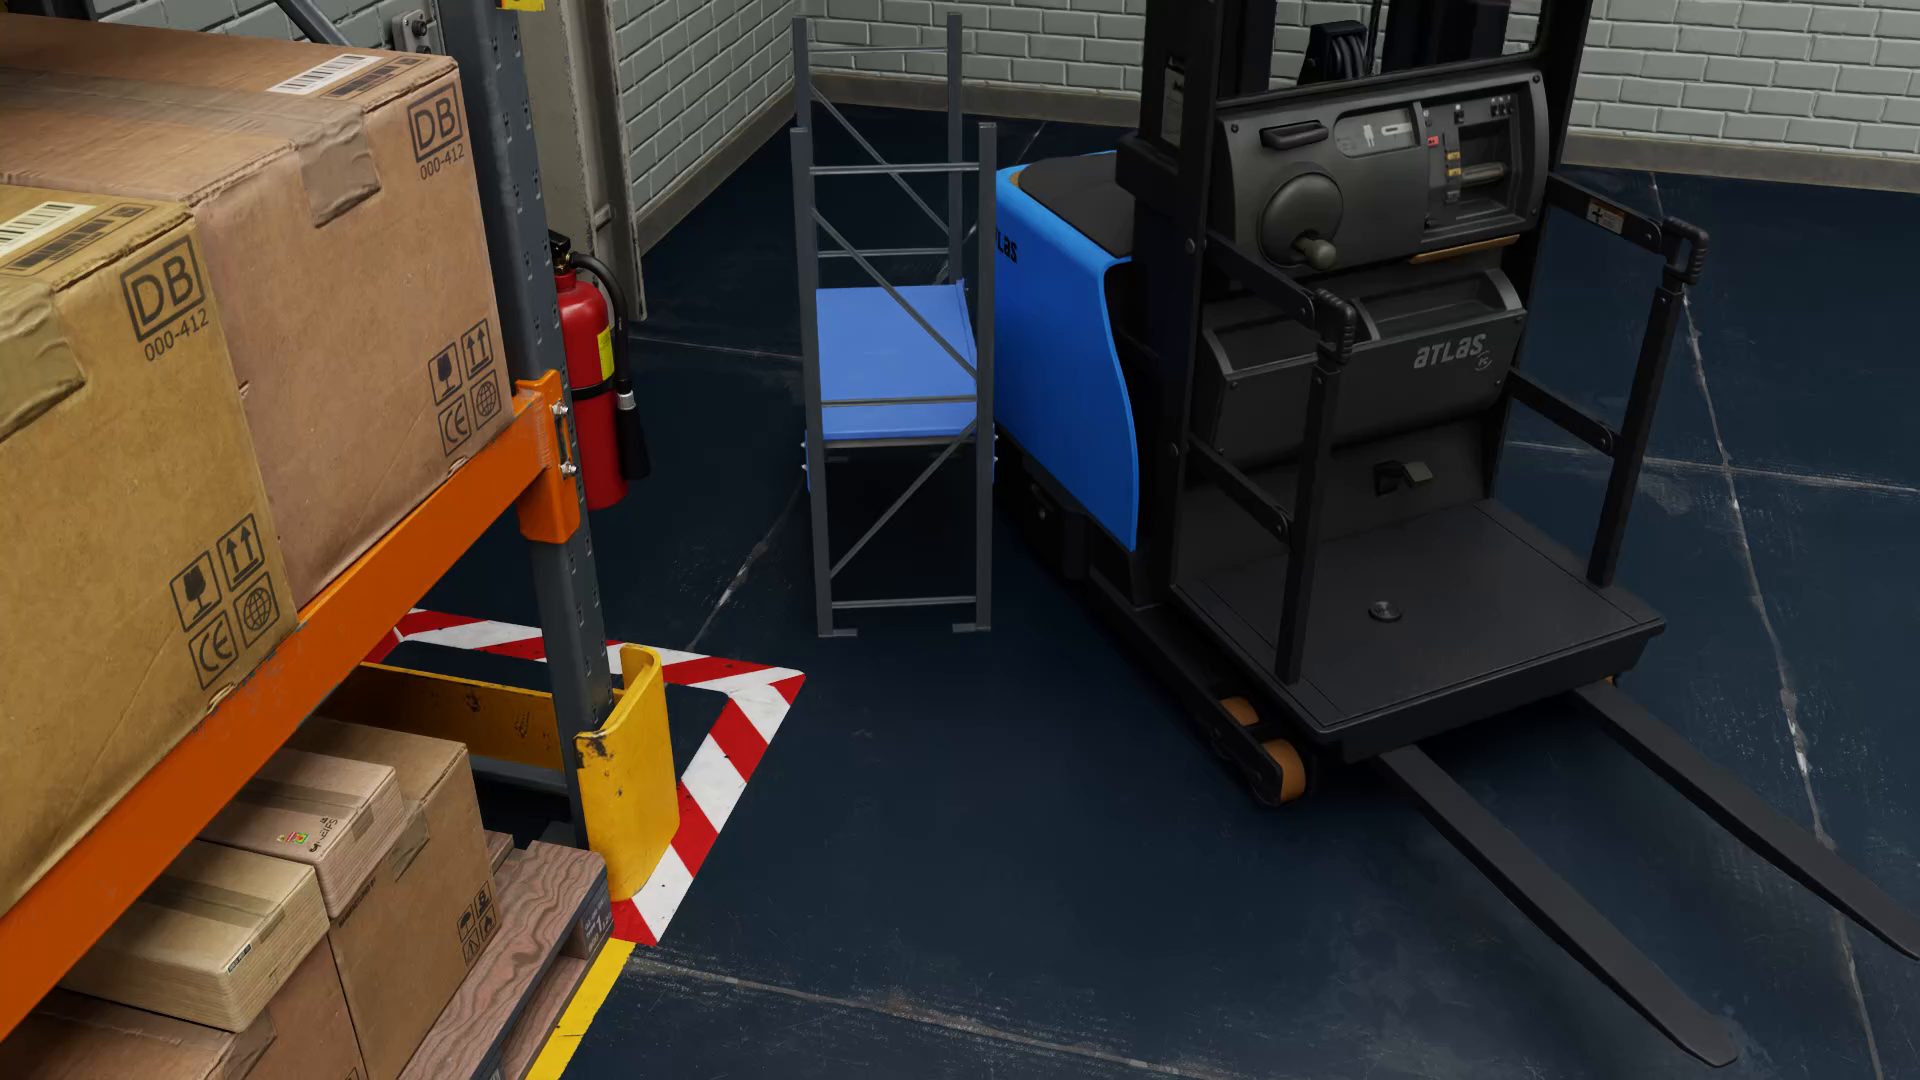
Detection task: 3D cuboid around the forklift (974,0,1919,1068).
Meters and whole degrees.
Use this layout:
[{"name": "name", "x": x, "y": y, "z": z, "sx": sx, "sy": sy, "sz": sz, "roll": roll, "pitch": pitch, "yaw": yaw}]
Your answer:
[{"name": "forklift", "x": 1.129, "y": -0.837, "z": 3.835, "sx": 1.130, "sy": 2.935, "sz": 3.031, "roll": -14, "pitch": 35, "yaw": -21}]

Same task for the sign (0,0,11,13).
[{"name": "sign", "x": -1.833, "y": -1.040, "z": 3.209, "sx": 0.100, "sy": 0.325, "sz": 0.005, "roll": 8, "pitch": 33, "yaw": 12}]

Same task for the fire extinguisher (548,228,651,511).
[{"name": "fire extinguisher", "x": -0.813, "y": -0.388, "z": 3.484, "sx": 0.296, "sy": 0.674, "sz": 0.183, "roll": 8, "pitch": 33, "yaw": 12}]

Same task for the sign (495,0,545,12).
[{"name": "sign", "x": -0.776, "y": -1.070, "z": 2.837, "sx": 0.100, "sy": 0.325, "sz": 0.005, "roll": 8, "pitch": 33, "yaw": 12}]

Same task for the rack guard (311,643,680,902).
[{"name": "rack guard", "x": -1.292, "y": 0.480, "z": 4.029, "sx": 1.175, "sy": 0.500, "sz": 0.348, "roll": 8, "pitch": 33, "yaw": 12}]

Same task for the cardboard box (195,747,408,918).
[{"name": "cardboard box", "x": -1.235, "y": 0.510, "z": 2.986, "sx": 0.380, "sy": 0.149, "sz": 0.250, "roll": 8, "pitch": 33, "yaw": 12}]

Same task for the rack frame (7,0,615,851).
[{"name": "rack frame", "x": -1.298, "y": -0.562, "z": 3.339, "sx": 1.000, "sy": 3.000, "sz": 0.127, "roll": 8, "pitch": 33, "yaw": 12}]

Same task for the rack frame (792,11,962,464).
[{"name": "rack frame", "x": -0.244, "y": -0.911, "z": 5.284, "sx": 0.500, "sy": 1.500, "sz": 0.032, "roll": -3, "pitch": 33, "yaw": -4}]

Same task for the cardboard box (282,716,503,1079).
[{"name": "cardboard box", "x": -1.379, "y": 0.692, "z": 3.304, "sx": 0.700, "sy": 0.500, "sz": 0.500, "roll": 8, "pitch": 33, "yaw": 12}]

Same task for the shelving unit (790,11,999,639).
[{"name": "shelving unit", "x": -0.202, "y": -0.639, "z": 4.857, "sx": 0.538, "sy": 1.500, "sz": 1.048, "roll": -3, "pitch": 33, "yaw": -4}]

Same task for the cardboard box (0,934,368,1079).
[{"name": "cardboard box", "x": -1.506, "y": 0.952, "z": 2.895, "sx": 0.700, "sy": 0.500, "sz": 0.500, "roll": 8, "pitch": 33, "yaw": 12}]

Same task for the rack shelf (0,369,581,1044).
[{"name": "rack shelf", "x": -1.805, "y": 0.779, "z": 1.899, "sx": 1.077, "sy": 0.370, "sz": 4.000, "roll": 8, "pitch": 33, "yaw": 12}]

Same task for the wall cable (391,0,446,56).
[{"name": "wall cable", "x": -1.888, "y": -1.784, "z": 4.314, "sx": 0.084, "sy": 1.984, "sz": 1.851, "roll": 8, "pitch": 33, "yaw": 12}]

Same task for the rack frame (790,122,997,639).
[{"name": "rack frame", "x": -0.161, "y": -0.367, "z": 4.429, "sx": 0.500, "sy": 1.500, "sz": 0.032, "roll": -3, "pitch": 33, "yaw": -4}]

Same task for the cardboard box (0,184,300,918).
[{"name": "cardboard box", "x": -1.591, "y": -0.044, "z": 2.243, "sx": 0.980, "sy": 0.700, "sz": 0.700, "roll": 8, "pitch": 33, "yaw": 12}]

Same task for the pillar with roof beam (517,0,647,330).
[{"name": "pillar with roof beam", "x": 2.715, "y": -4.027, "z": 3.196, "sx": 9.100, "sy": 9.000, "sz": 0.400, "roll": 8, "pitch": 33, "yaw": 12}]

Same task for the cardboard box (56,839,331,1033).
[{"name": "cardboard box", "x": -1.299, "y": 0.643, "z": 2.777, "sx": 0.380, "sy": 0.149, "sz": 0.250, "roll": 9, "pitch": 34, "yaw": 14}]

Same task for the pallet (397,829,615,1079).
[{"name": "pallet", "x": -1.425, "y": 1.040, "z": 3.417, "sx": 1.003, "sy": 0.211, "sz": 1.213, "roll": 8, "pitch": 33, "yaw": 12}]

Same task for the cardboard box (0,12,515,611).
[{"name": "cardboard box", "x": -1.418, "y": -0.423, "z": 2.840, "sx": 0.980, "sy": 0.700, "sz": 0.700, "roll": 10, "pitch": 34, "yaw": 15}]

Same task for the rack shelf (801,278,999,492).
[{"name": "rack shelf", "x": -0.202, "y": -0.487, "z": 4.953, "sx": 0.538, "sy": 0.185, "sz": 1.000, "roll": -3, "pitch": 33, "yaw": -4}]
